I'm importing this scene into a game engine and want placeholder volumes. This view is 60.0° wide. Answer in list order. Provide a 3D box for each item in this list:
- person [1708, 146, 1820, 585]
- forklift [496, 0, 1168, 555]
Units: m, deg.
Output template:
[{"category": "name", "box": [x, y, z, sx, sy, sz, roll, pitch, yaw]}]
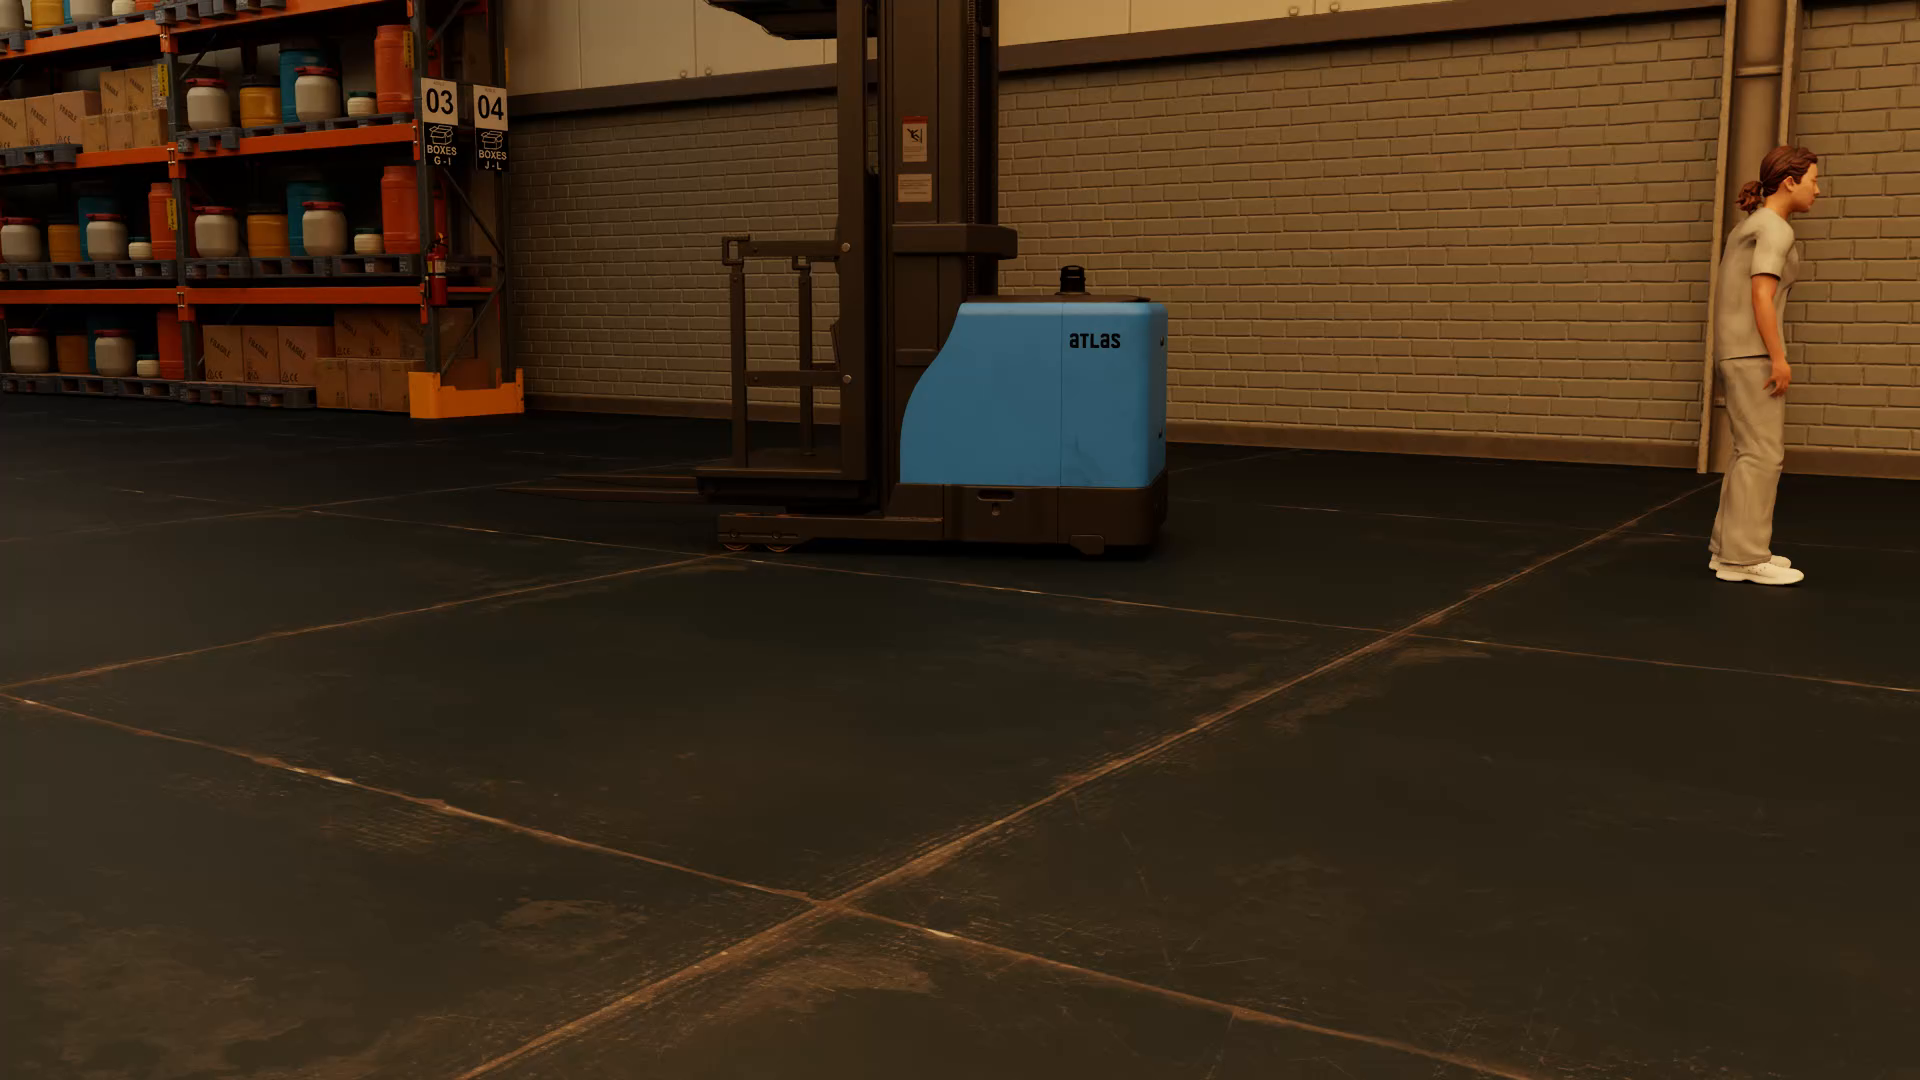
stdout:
[{"category": "person", "box": [3.127, -0.687, 6.495, 0.353, 1.673, 0.504, 3, 8, 18]}, {"category": "forklift", "box": [-0.596, -1.469, 7.520, 3.031, 2.935, 1.130, 2, 8, 12]}]
